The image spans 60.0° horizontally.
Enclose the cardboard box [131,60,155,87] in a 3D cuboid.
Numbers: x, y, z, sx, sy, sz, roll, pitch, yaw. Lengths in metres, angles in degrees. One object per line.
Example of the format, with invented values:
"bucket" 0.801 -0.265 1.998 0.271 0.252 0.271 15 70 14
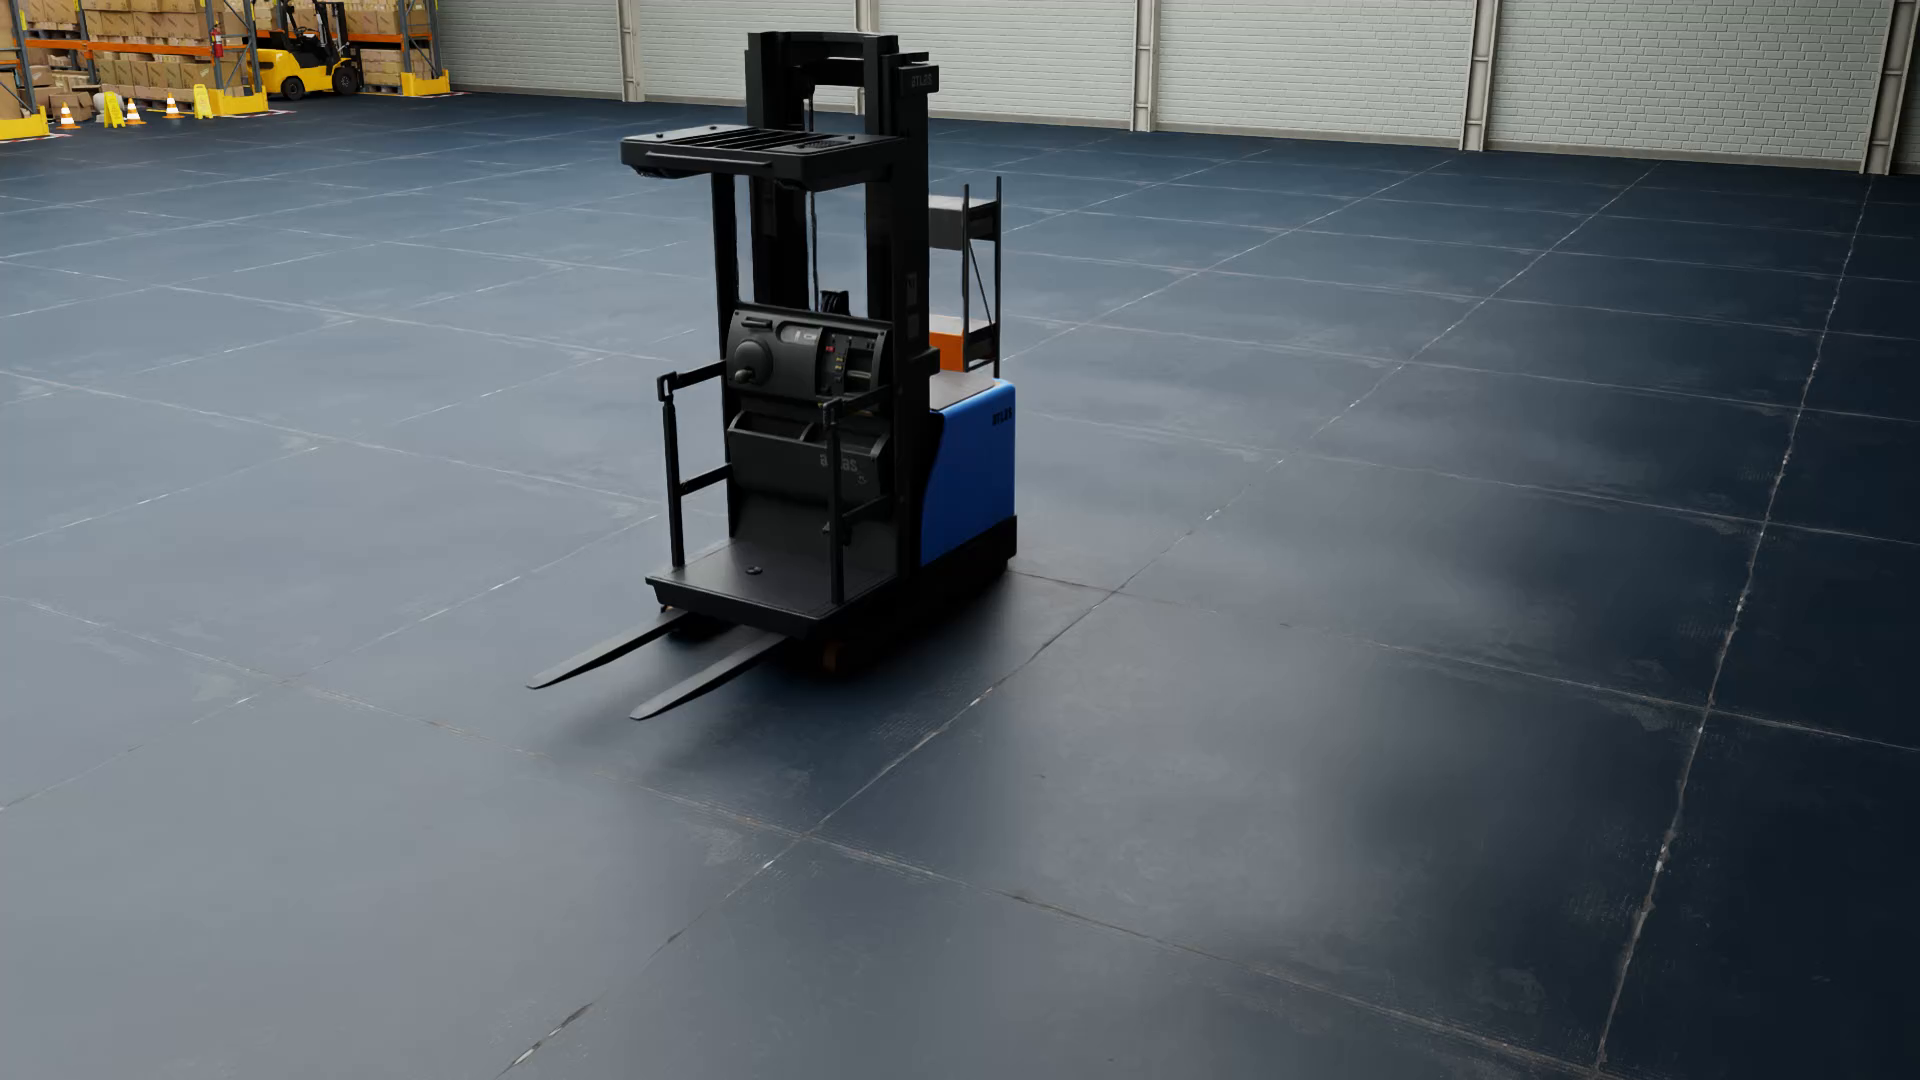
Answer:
"cardboard box" -16.766 -9.672 34.446 0.500 0.500 0.500 12 23 30

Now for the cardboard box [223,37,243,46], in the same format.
"cardboard box" -14.778 -10.100 33.678 0.250 0.149 0.380 11 23 28

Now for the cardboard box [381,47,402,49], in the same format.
"cardboard box" -12.930 -11.171 38.214 0.500 0.250 0.500 11 23 27

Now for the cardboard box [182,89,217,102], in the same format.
"cardboard box" -15.440 -9.063 33.868 0.500 0.250 0.500 11 23 27

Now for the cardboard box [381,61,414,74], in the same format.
"cardboard box" -12.742 -10.706 37.664 0.500 0.250 0.500 10 22 27

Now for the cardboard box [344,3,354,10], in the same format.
"cardboard box" -13.736 -12.111 37.755 0.250 0.149 0.380 11 23 28

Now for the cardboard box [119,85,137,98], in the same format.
"cardboard box" -17.219 -9.406 34.813 0.500 0.250 0.500 12 23 30

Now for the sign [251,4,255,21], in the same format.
"sign" -14.318 -10.669 33.608 0.005 0.325 0.100 11 23 27

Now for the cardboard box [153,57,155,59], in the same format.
"cardboard box" -16.982 -9.920 35.130 0.500 0.500 0.500 11 23 28

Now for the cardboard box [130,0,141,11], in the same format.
"cardboard box" -16.436 -11.042 33.857 0.500 0.500 0.700 11 22 27

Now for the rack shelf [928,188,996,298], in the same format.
"rack shelf" -0.085 -1.693 9.439 0.480 0.518 0.431 11 23 28

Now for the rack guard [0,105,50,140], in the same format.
"rack guard" -16.887 -7.431 29.616 0.348 0.500 1.175 11 23 27

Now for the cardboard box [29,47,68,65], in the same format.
"cardboard box" -24.012 -12.805 43.817 0.500 0.500 0.700 10 22 25

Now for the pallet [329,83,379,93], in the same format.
"pallet" -13.914 -10.585 38.737 1.213 0.211 1.003 11 23 27

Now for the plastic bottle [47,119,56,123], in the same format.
"plastic bottle" -17.601 -8.087 32.071 0.283 0.061 0.133 3 20 9

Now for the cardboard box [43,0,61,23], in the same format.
"cardboard box" -19.023 -11.240 35.254 0.500 0.500 0.500 11 23 28

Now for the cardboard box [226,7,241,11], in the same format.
"cardboard box" -17.106 -12.584 39.644 0.500 0.250 0.500 11 23 28

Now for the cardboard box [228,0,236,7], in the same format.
"cardboard box" -17.193 -12.790 39.627 0.250 0.149 0.380 11 23 28

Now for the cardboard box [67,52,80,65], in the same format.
"cardboard box" -23.102 -12.688 43.770 0.500 0.311 0.500 12 23 29

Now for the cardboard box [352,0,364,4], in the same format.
"cardboard box" -13.515 -12.208 37.587 0.250 0.149 0.380 11 23 29

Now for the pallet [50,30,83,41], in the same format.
"pallet" -18.670 -10.845 35.646 1.213 0.211 1.003 11 23 27

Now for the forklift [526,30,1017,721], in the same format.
"forklift" -0.872 -0.901 8.052 1.130 2.935 3.031 12 23 29

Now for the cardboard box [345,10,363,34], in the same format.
"cardboard box" -13.618 -11.803 37.858 0.500 0.500 0.500 10 22 26

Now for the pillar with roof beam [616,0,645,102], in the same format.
"pillar with roof beam" -9.194 -12.503 31.137 0.400 9.000 9.100 11 23 27

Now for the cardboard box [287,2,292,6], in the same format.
"cardboard box" -15.507 -12.464 38.729 0.250 0.149 0.380 10 22 26

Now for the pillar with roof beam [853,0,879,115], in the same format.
"pillar with roof beam" -3.956 -11.505 28.387 0.400 9.000 9.100 11 23 27

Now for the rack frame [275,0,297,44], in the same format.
"rack frame" -15.657 -12.244 39.219 0.127 3.000 1.000 11 23 27

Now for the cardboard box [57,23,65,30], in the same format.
"cardboard box" -18.880 -10.897 35.260 0.250 0.149 0.380 10 22 26

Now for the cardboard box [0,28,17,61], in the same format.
"cardboard box" -17.254 -8.728 29.308 0.550 0.550 0.875 11 23 27

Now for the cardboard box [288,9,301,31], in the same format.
"cardboard box" -15.397 -12.139 38.784 0.500 0.500 0.500 10 22 26

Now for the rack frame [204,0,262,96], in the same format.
"rack frame" -14.582 -10.100 33.310 0.127 3.000 1.000 11 23 27

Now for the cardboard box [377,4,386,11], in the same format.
"cardboard box" -12.842 -11.938 37.279 0.250 0.149 0.380 11 23 28

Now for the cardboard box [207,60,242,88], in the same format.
"cardboard box" -15.172 -9.578 34.186 0.500 0.500 0.500 10 22 26

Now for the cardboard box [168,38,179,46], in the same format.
"cardboard box" -15.741 -10.072 33.602 0.250 0.149 0.380 11 23 28

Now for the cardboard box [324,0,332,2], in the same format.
"cardboard box" -14.360 -12.403 38.125 0.250 0.149 0.380 11 23 27

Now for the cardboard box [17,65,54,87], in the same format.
"cardboard box" -18.916 -9.411 33.966 0.500 0.500 0.500 11 23 27

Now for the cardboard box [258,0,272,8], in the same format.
"cardboard box" -16.297 -12.624 39.169 0.250 0.149 0.380 10 22 27

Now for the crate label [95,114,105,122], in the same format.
"crate label" -16.548 -8.167 32.179 0.298 0.136 0.250 0 20 -1

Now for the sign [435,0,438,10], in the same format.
"sign" -11.889 -12.187 37.677 0.005 0.325 0.100 11 23 27

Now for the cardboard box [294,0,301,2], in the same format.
"cardboard box" -15.242 -12.583 38.620 0.250 0.149 0.380 11 23 28

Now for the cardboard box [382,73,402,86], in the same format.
"cardboard box" -12.729 -10.467 37.739 0.500 0.250 0.500 11 23 28

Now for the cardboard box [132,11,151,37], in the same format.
"cardboard box" -16.493 -10.554 33.978 0.500 0.500 0.500 11 23 28

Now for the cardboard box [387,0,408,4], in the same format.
"cardboard box" -12.580 -12.067 37.198 0.250 0.149 0.380 11 23 27

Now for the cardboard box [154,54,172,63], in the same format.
"cardboard box" -16.209 -9.846 33.975 0.250 0.149 0.380 12 23 30

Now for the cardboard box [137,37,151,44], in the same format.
"cardboard box" -16.610 -10.250 34.092 0.250 0.149 0.380 11 23 27

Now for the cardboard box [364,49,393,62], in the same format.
"cardboard box" -13.167 -11.020 37.796 0.500 0.250 0.500 11 23 28

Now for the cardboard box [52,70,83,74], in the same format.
"cardboard box" -19.770 -10.047 36.403 0.625 0.372 0.950 12 23 29

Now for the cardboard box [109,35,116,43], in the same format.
"cardboard box" -17.463 -10.438 34.609 0.250 0.149 0.380 11 23 27

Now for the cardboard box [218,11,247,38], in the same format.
"cardboard box" -14.860 -10.448 33.687 0.500 0.500 0.500 10 22 26

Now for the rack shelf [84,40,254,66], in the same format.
"rack shelf" -16.328 -10.094 34.349 4.000 0.370 1.077 11 23 27

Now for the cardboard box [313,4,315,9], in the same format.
"cardboard box" -14.631 -12.279 38.220 0.250 0.149 0.380 11 22 27

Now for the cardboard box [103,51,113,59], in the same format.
"cardboard box" -21.425 -12.279 42.366 0.500 0.500 0.500 10 22 26

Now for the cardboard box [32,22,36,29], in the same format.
"cardboard box" -19.721 -11.096 35.809 0.250 0.149 0.380 10 22 25

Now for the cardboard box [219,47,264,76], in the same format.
"cardboard box" -17.449 -11.664 40.487 0.625 0.625 0.875 10 22 25

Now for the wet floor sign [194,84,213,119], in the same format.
"wet floor sign" -14.938 -8.643 32.746 0.267 0.644 0.232 -16 26 -38

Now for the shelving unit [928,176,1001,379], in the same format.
"shelving unit" -0.085 -1.047 9.673 0.503 2.100 0.431 11 23 28

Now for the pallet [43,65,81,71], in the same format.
"pallet" -23.240 -12.377 43.678 1.213 0.211 1.003 11 23 27
